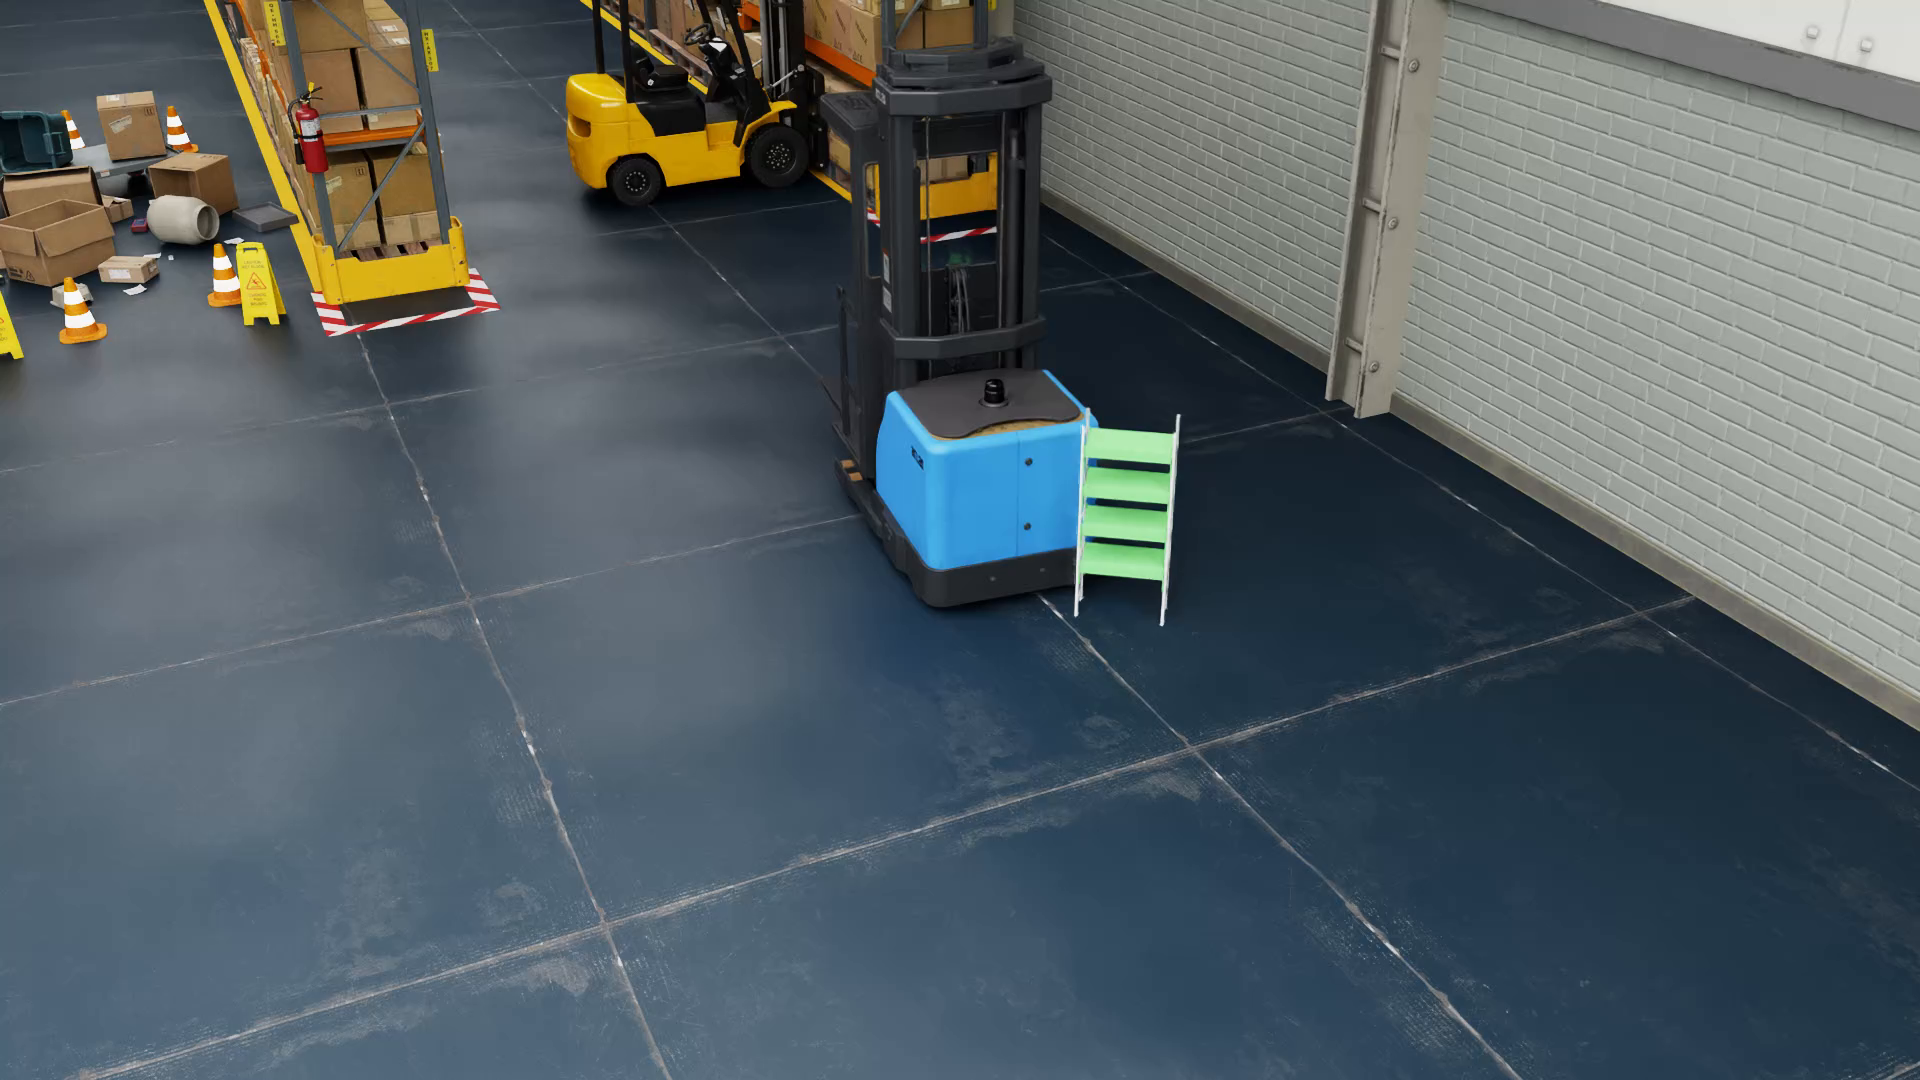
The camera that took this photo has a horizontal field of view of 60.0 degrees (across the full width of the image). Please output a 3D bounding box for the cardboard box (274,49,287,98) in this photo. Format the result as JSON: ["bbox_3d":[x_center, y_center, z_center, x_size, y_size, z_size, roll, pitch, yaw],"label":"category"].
[{"bbox_3d":[-5.398,-3.971,13.832,0.500,0.500,0.500,-13,32,-22],"label":"cardboard box"}]

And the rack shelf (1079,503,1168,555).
[{"bbox_3d":[0.918,-0.063,9.239,0.480,0.148,0.258,5,30,9],"label":"rack shelf"}]

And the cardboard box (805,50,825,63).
[{"bbox_3d":[-1.583,-4.900,17.254,0.500,0.250,0.500,-12,31,-20],"label":"cardboard box"}]

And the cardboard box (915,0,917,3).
[{"bbox_3d":[-0.299,-5.064,15.422,0.380,0.149,0.250,-13,32,-22],"label":"cardboard box"}]

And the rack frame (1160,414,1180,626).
[{"bbox_3d":[1.158,-0.096,9.168,0.015,1.200,0.240,5,30,9],"label":"rack frame"}]

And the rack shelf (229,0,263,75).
[{"bbox_3d":[-7.281,-5.731,18.111,1.077,0.370,4.000,-13,32,-22],"label":"rack shelf"}]

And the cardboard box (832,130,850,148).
[{"bbox_3d":[-0.921,-4.013,16.183,0.500,0.250,0.500,-13,32,-22],"label":"cardboard box"}]

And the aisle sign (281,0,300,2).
[{"bbox_3d":[-4.941,-4.440,12.415,0.394,0.787,0.004,-13,32,-22],"label":"aisle sign"}]

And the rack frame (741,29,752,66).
[{"bbox_3d":[-1.941,-6.205,18.221,1.000,3.000,0.127,-13,32,-22],"label":"rack frame"}]

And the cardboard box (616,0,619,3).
[{"bbox_3d":[-4.467,-7.660,22.943,0.500,0.500,0.500,-12,31,-20],"label":"cardboard box"}]

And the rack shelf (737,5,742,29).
[{"bbox_3d":[-2.800,-6.774,19.973,1.077,0.370,4.000,-13,32,-22],"label":"rack shelf"}]

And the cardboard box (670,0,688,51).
[{"bbox_3d":[-3.115,-6.554,20.842,0.875,0.625,0.625,-12,31,-20],"label":"cardboard box"}]

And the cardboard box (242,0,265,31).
[{"bbox_3d":[-5.644,-4.612,13.952,0.700,0.500,0.500,-13,32,-23],"label":"cardboard box"}]

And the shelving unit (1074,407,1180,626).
[{"bbox_3d":[0.918,-0.118,9.207,0.503,1.200,0.258,5,30,9],"label":"shelving unit"}]

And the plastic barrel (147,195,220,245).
[{"bbox_3d":[-6.959,-2.865,14.899,0.512,0.421,0.421,7,30,13],"label":"plastic barrel"}]

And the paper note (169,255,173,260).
[{"bbox_3d":[-6.953,-2.488,14.650,0.032,0.001,0.123,-13,32,-22],"label":"paper note"}]

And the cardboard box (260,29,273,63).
[{"bbox_3d":[-6.045,-4.640,15.024,0.500,0.500,0.500,-13,32,-22],"label":"cardboard box"}]

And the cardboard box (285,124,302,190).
[{"bbox_3d":[-5.722,-3.458,14.939,0.500,0.500,0.500,-14,32,-23],"label":"cardboard box"}]

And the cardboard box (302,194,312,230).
[{"bbox_3d":[-5.511,-2.909,14.726,0.500,0.250,0.500,-13,32,-22],"label":"cardboard box"}]

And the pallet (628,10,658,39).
[{"bbox_3d":[-3.945,-7.093,22.657,1.003,0.211,1.213,-13,32,-22],"label":"pallet"}]

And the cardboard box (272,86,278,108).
[{"bbox_3d":[-6.191,-4.143,15.496,0.380,0.149,0.250,-12,31,-20],"label":"cardboard box"}]

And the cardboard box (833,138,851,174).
[{"bbox_3d":[-0.916,-3.785,16.287,0.500,0.250,0.500,-13,32,-22],"label":"cardboard box"}]

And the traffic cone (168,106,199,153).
[{"bbox_3d":[-8.219,-4.308,17.433,0.336,0.463,0.334,-13,32,-22],"label":"traffic cone"}]

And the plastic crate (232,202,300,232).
[{"bbox_3d":[-6.489,-3.022,15.530,0.583,0.080,0.402,26,38,38],"label":"plastic crate"}]

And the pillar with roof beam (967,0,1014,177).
[{"bbox_3d":[-3.597,-6.647,12.877,9.100,9.000,0.400,-13,32,-22],"label":"pillar with roof beam"}]

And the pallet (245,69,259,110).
[{"bbox_3d":[-7.806,-5.366,19.577,1.003,0.211,1.213,-13,32,-22],"label":"pallet"}]

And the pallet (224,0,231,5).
[{"bbox_3d":[-10.113,-7.831,23.972,1.003,0.211,1.213,-13,32,-22],"label":"pallet"}]

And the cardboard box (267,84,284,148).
[{"bbox_3d":[-6.413,-4.155,16.180,0.500,0.500,0.500,-12,31,-20],"label":"cardboard box"}]

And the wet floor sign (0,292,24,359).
[{"bbox_3d":[-7.332,-1.686,12.570,0.267,0.644,0.232,-19,35,-30],"label":"wet floor sign"}]

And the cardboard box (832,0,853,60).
[{"bbox_3d":[-0.887,-4.875,15.747,0.500,0.500,0.500,-12,31,-20],"label":"cardboard box"}]

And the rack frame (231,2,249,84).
[{"bbox_3d":[-8.140,-6.928,19.511,1.000,3.000,0.127,-13,32,-22],"label":"rack frame"}]

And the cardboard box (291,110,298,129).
[{"bbox_3d":[-5.268,-3.493,13.643,0.380,0.149,0.250,-13,32,-23],"label":"cardboard box"}]

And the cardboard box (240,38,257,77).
[{"bbox_3d":[-7.906,-5.713,19.602,0.950,0.372,0.625,-15,33,-25],"label":"cardboard box"}]

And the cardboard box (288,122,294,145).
[{"bbox_3d":[-5.608,-3.547,14.433,0.380,0.149,0.250,-13,32,-21],"label":"cardboard box"}]

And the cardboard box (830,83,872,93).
[{"bbox_3d":[-0.928,-4.220,16.041,0.500,0.250,0.500,-12,32,-21],"label":"cardboard box"}]

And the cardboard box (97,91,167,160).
[{"bbox_3d":[-8.017,-4.014,16.096,0.500,0.500,0.500,-13,32,-22],"label":"cardboard box"}]

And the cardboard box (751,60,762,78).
[{"bbox_3d":[-2.012,-5.128,18.172,0.500,0.250,0.500,-13,32,-22],"label":"cardboard box"}]

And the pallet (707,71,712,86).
[{"bbox_3d":[-2.293,-5.306,19.469,1.003,0.211,1.213,-13,32,-22],"label":"pallet"}]

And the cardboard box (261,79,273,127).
[{"bbox_3d":[-6.962,-4.746,17.877,0.950,0.372,0.625,-11,31,-19],"label":"cardboard box"}]

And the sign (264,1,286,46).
[{"bbox_3d":[-5.215,-3.929,12.656,0.100,0.325,0.005,-13,32,-22],"label":"sign"}]

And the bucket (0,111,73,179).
[{"bbox_3d":[-8.709,-3.736,15.612,0.726,0.611,0.620,-3,19,-5],"label":"bucket"}]

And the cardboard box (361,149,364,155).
[{"bbox_3d":[-5.041,-3.360,14.763,0.500,0.500,0.500,-14,32,-24],"label":"cardboard box"}]

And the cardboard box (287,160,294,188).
[{"bbox_3d":[-6.174,-3.594,15.947,0.500,0.250,0.500,-11,31,-19],"label":"cardboard box"}]

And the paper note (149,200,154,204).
[{"bbox_3d":[-7.736,-3.274,16.030,0.148,0.019,0.142,-13,32,-22],"label":"paper note"}]

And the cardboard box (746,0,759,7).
[{"bbox_3d":[-1.986,-5.998,17.749,0.500,0.500,0.500,-14,32,-23],"label":"cardboard box"}]

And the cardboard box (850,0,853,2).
[{"bbox_3d":[-0.818,-5.093,15.473,0.380,0.149,0.250,-12,32,-21],"label":"cardboard box"}]

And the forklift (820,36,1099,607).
[{"bbox_3d":[-0.175,-1.604,10.087,1.130,2.935,3.031,-10,31,-17],"label":"forklift"}]

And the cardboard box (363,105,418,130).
[{"bbox_3d":[-4.664,-3.478,13.615,0.380,0.149,0.250,-13,32,-22],"label":"cardboard box"}]

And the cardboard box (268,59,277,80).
[{"bbox_3d":[-6.036,-4.278,15.042,0.380,0.149,0.250,-13,32,-22],"label":"cardboard box"}]

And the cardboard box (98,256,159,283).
[{"bbox_3d":[-7.092,-2.305,14.181,0.380,0.149,0.250,2,29,4],"label":"cardboard box"}]

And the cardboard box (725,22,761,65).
[{"bbox_3d":[-2.175,-5.580,19.106,0.875,0.625,0.625,-12,31,-20],"label":"cardboard box"}]

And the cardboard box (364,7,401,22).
[{"bbox_3d":[-5.103,-4.288,14.396,0.500,0.500,0.500,-14,32,-23],"label":"cardboard box"}]
